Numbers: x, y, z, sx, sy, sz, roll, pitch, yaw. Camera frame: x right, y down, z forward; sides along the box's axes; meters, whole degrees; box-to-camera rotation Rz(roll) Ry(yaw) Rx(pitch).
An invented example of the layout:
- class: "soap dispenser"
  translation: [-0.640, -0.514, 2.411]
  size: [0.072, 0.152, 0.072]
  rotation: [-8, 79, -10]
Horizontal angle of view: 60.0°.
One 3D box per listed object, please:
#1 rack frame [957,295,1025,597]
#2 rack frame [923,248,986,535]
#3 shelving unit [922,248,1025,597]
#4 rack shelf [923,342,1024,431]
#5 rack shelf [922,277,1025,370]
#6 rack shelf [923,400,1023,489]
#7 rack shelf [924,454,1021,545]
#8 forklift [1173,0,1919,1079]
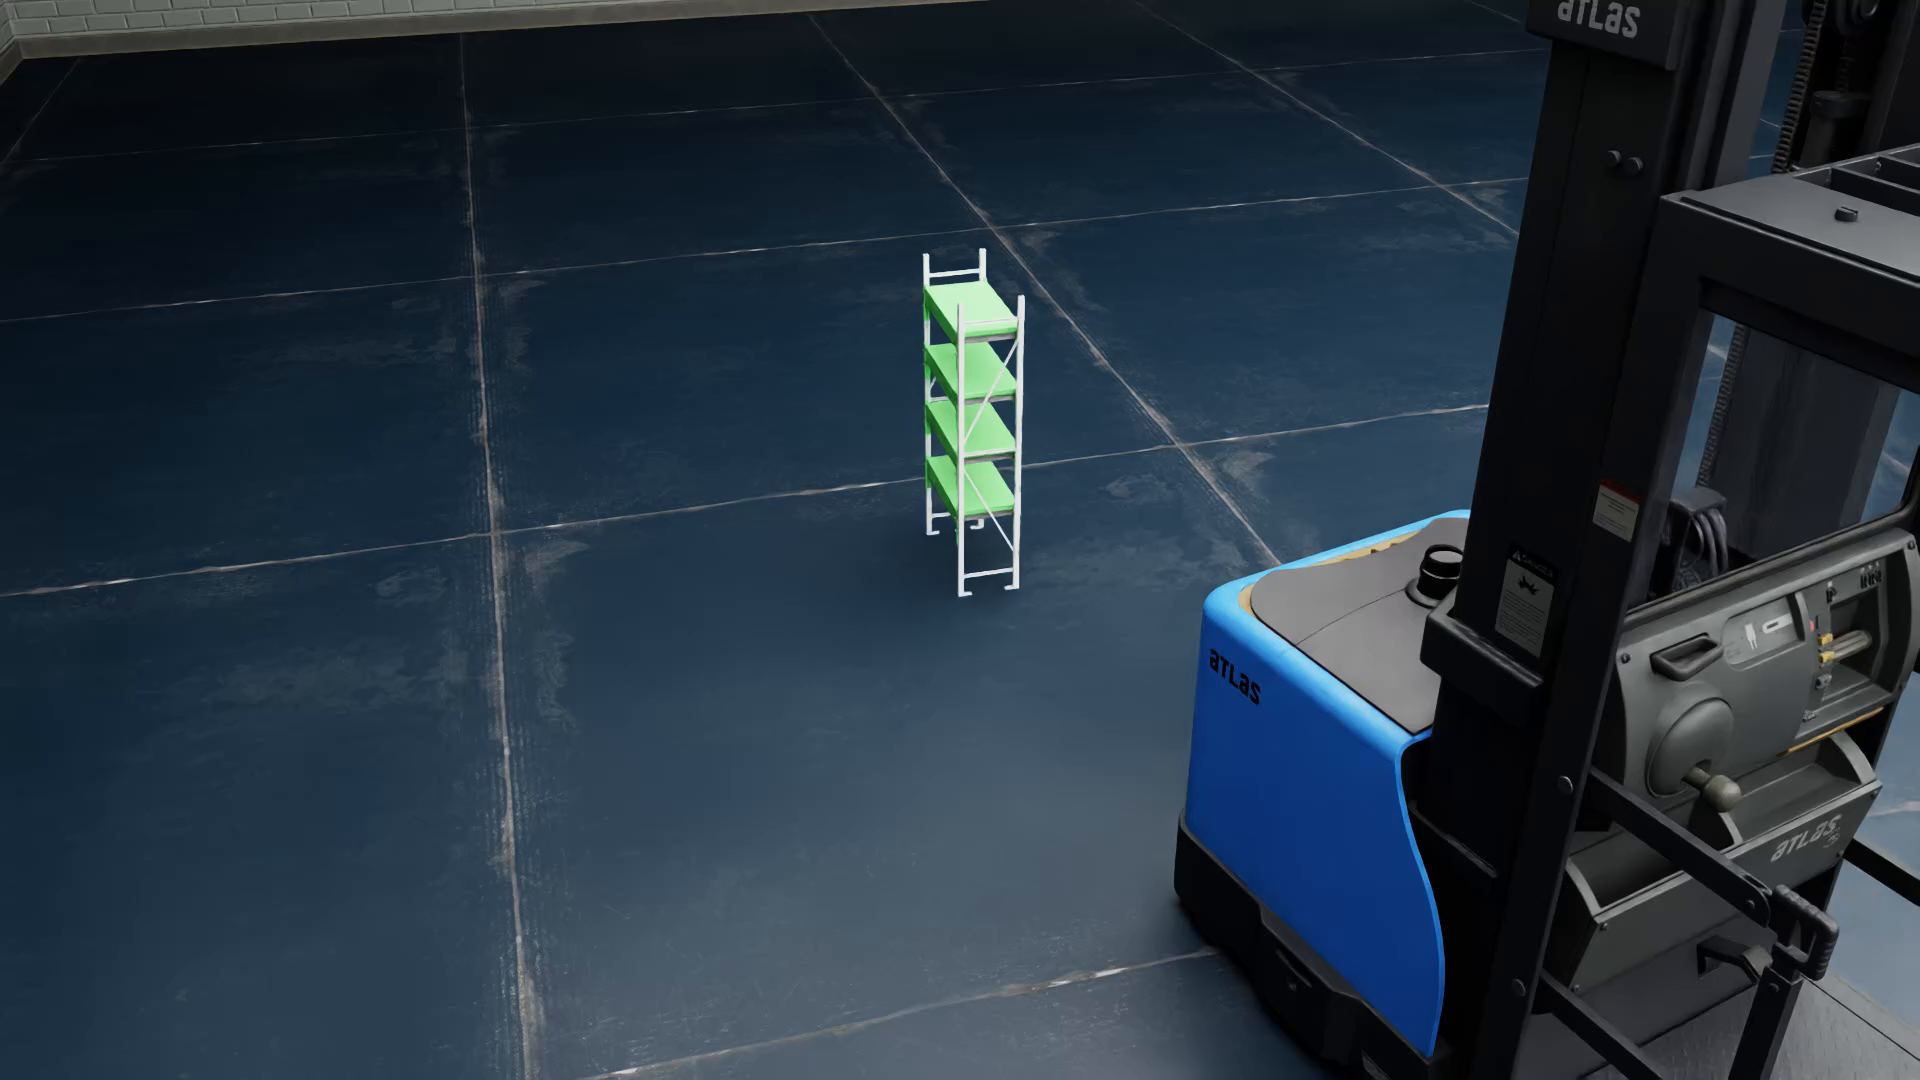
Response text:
- class: "rack frame"
  translation: [0.109, -0.321, 6.108]
  size: [0.240, 1.200, 0.015]
  rotation: [-8, 31, -13]
- class: "rack frame"
  translation: [-0.021, -0.557, 6.515]
  size: [0.240, 1.200, 0.015]
  rotation: [-8, 31, -13]
- class: "shelving unit"
  translation: [0.044, -0.439, 6.311]
  size: [0.258, 1.200, 0.503]
  rotation: [-8, 31, -13]
- class: "rack shelf"
  translation: [0.044, -0.592, 6.223]
  size: [0.258, 0.148, 0.480]
  rotation: [-8, 31, -13]
- class: "rack shelf"
  translation: [0.044, -0.799, 6.103]
  size: [0.258, 0.148, 0.480]
  rotation: [-8, 31, -13]
- class: "rack shelf"
  translation: [0.044, -0.384, 6.343]
  size: [0.258, 0.148, 0.480]
  rotation: [-8, 31, -13]
- class: "rack shelf"
  translation: [0.044, -0.176, 6.464]
  size: [0.258, 0.148, 0.480]
  rotation: [-8, 31, -13]
- class: "forklift"
  translation: [1.788, 0.314, 3.281]
  size: [1.130, 2.935, 3.031]
  rotation: [-16, 34, -25]
